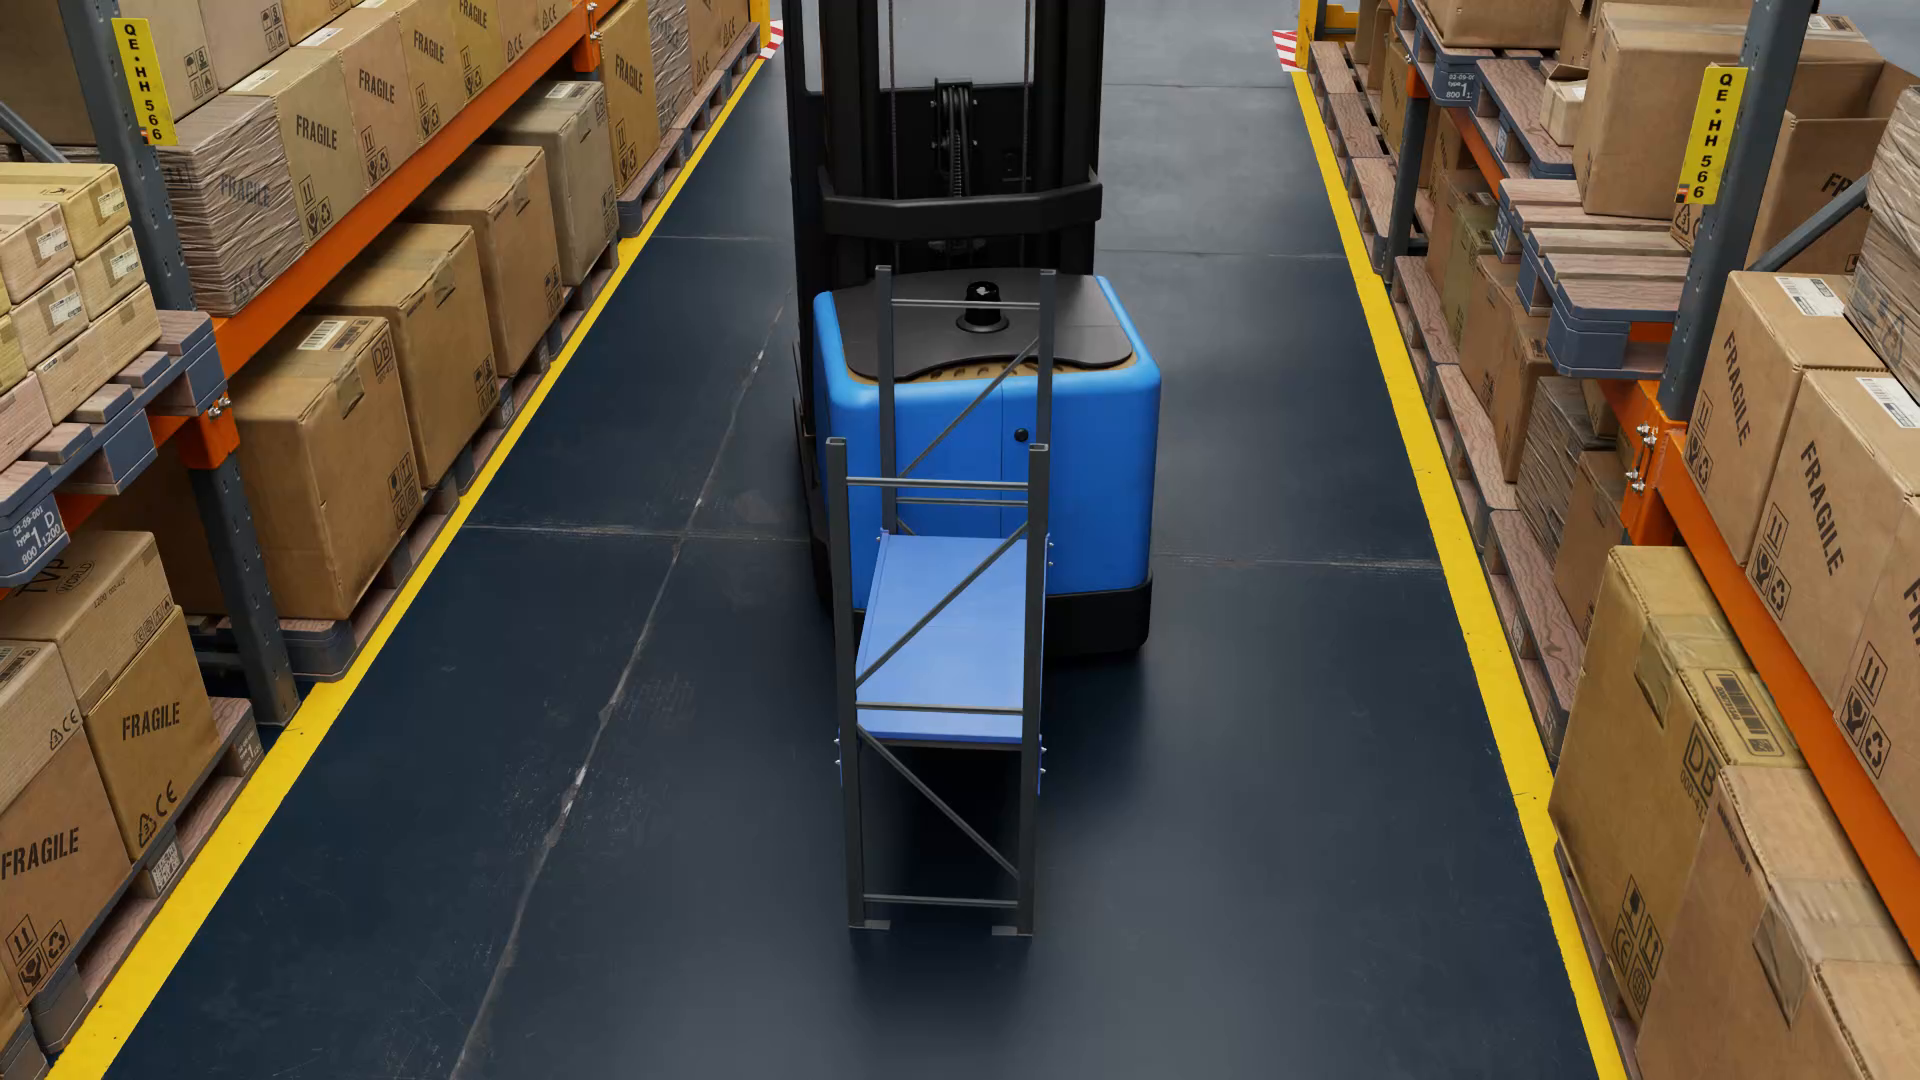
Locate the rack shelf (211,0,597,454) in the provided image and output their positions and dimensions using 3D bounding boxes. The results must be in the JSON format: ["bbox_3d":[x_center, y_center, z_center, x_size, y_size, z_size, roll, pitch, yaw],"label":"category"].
[{"bbox_3d":[-2.470,-1.470,6.462,1.077,0.370,4.000,2,32,4],"label":"rack shelf"}]

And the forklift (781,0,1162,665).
[{"bbox_3d":[-0.091,-1.572,6.007,1.130,2.935,3.031,-4,32,-7],"label":"forklift"}]

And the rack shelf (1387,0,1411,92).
[{"bbox_3d":[2.791,-3.297,9.426,1.077,0.370,4.000,2,32,4],"label":"rack shelf"}]

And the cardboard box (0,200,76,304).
[{"bbox_3d":[-2.239,-0.648,3.715,0.380,0.149,0.250,2,32,3],"label":"cardboard box"}]

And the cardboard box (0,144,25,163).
[{"bbox_3d":[-2.864,-1.020,4.951,0.500,0.500,0.500,2,32,4],"label":"cardboard box"}]

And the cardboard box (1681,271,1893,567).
[{"bbox_3d":[1.992,-0.266,3.727,0.500,0.500,0.500,3,32,5],"label":"cardboard box"}]

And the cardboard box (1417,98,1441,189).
[{"bbox_3d":[2.740,-2.179,8.909,0.500,0.500,0.500,13,34,19],"label":"cardboard box"}]

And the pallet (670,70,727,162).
[{"bbox_3d":[-2.071,-2.669,10.380,1.003,0.211,1.213,2,32,4],"label":"pallet"}]

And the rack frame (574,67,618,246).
[{"bbox_3d":[-2.307,-2.822,7.970,1.000,3.000,0.127,2,32,4],"label":"rack frame"}]

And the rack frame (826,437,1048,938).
[{"bbox_3d":[-0.052,0.422,4.135,0.500,1.500,0.032,2,32,3],"label":"rack frame"}]

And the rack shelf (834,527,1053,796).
[{"bbox_3d":[-0.018,0.309,4.662,0.538,0.185,1.000,2,32,3],"label":"rack shelf"}]

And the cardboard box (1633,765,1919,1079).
[{"bbox_3d":[2.145,1.086,3.254,1.225,0.875,0.875,3,32,4],"label":"cardboard box"}]

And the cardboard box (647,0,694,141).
[{"bbox_3d":[-2.117,-2.894,9.711,0.875,0.875,0.875,3,32,4],"label":"cardboard box"}]

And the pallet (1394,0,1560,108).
[{"bbox_3d":[2.421,-2.082,6.953,1.003,0.211,1.213,2,32,4],"label":"pallet"}]

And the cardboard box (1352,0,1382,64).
[{"bbox_3d":[2.886,-3.438,10.952,0.500,0.500,0.500,8,33,13],"label":"cardboard box"}]

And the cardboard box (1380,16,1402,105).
[{"bbox_3d":[2.802,-2.797,9.912,0.500,0.500,0.500,5,32,9],"label":"cardboard box"}]

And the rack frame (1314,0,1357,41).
[{"bbox_3d":[2.954,-4.649,10.935,1.000,3.000,0.127,2,32,4],"label":"rack frame"}]

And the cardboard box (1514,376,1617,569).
[{"bbox_3d":[2.369,-0.231,5.728,0.700,0.500,0.500,0,32,0],"label":"cardboard box"}]

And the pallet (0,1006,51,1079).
[{"bbox_3d":[-2.800,1.501,3.612,1.003,0.211,1.213,2,32,4],"label":"pallet"}]

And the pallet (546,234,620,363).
[{"bbox_3d":[-2.295,-1.228,8.042,1.003,0.211,1.213,2,32,4],"label":"pallet"}]

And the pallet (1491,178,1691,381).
[{"bbox_3d":[2.254,-0.761,4.809,1.213,0.211,1.003,2,32,4],"label":"pallet"}]

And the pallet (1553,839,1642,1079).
[{"bbox_3d":[2.163,1.130,4.215,1.003,0.211,1.213,2,32,4],"label":"pallet"}]

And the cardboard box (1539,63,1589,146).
[{"bbox_3d":[2.169,-1.471,5.505,0.396,0.266,0.258,2,32,3],"label":"cardboard box"}]

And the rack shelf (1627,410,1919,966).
[{"bbox_3d":[2.140,0.886,2.638,1.077,0.370,4.000,2,32,4],"label":"rack shelf"}]

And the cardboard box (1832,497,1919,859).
[{"bbox_3d":[1.914,0.272,2.854,0.500,0.500,0.500,2,32,3],"label":"cardboard box"}]

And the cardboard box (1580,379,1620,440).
[{"bbox_3d":[2.360,-0.538,5.512,0.500,0.250,0.500,6,32,10],"label":"cardboard box"}]

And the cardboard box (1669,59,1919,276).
[{"bbox_3d":[2.306,-0.971,4.471,0.500,0.500,0.500,-1,32,-2],"label":"cardboard box"}]

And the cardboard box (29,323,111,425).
[{"bbox_3d":[-2.237,-0.395,3.871,0.380,0.149,0.250,2,32,4],"label":"cardboard box"}]

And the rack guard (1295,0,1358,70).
[{"bbox_3d":[2.948,-3.545,11.526,1.175,0.500,0.348,2,32,4],"label":"rack guard"}]

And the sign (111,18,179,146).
[{"bbox_3d":[-2.091,-1.171,4.264,0.100,0.325,0.005,2,32,4],"label":"sign"}]

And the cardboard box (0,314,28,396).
[{"bbox_3d":[-2.258,-0.374,3.553,0.380,0.149,0.250,3,32,5],"label":"cardboard box"}]

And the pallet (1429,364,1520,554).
[{"bbox_3d":[2.469,-0.323,6.574,1.003,0.211,1.213,2,32,4],"label":"pallet"}]

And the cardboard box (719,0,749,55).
[{"bbox_3d":[-1.971,-3.830,11.231,0.875,0.875,0.875,3,32,4],"label":"cardboard box"}]

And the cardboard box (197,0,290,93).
[{"bbox_3d":[-2.547,-1.698,5.097,0.700,0.500,0.500,2,32,3],"label":"cardboard box"}]

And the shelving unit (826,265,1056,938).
[{"bbox_3d":[-0.018,0.156,4.567,0.538,1.500,1.048,2,32,3],"label":"shelving unit"}]

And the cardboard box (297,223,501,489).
[{"bbox_3d":[-2.426,-0.723,6.309,1.050,0.750,0.750,3,32,5],"label":"cardboard box"}]

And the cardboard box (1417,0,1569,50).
[{"bbox_3d":[2.424,-2.582,6.609,1.000,1.000,1.000,3,32,4],"label":"cardboard box"}]

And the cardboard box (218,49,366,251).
[{"bbox_3d":[-2.289,-1.262,5.344,0.500,0.500,0.500,2,32,4],"label":"cardboard box"}]

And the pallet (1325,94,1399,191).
[{"bbox_3d":[2.744,-2.363,9.883,1.003,0.211,1.213,2,32,4],"label":"pallet"}]

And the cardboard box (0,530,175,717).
[{"bbox_3d":[-2.427,0.205,4.327,0.500,0.250,0.500,2,32,3],"label":"cardboard box"}]

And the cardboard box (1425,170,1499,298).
[{"bbox_3d":[2.557,-1.360,7.562,0.700,0.500,0.500,0,32,0],"label":"cardboard box"}]

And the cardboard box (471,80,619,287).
[{"bbox_3d":[-2.268,-1.715,7.917,1.050,0.750,0.750,2,32,4],"label":"cardboard box"}]

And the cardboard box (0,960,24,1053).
[{"bbox_3d":[-2.499,1.059,3.655,0.500,0.500,0.500,1,32,2],"label":"cardboard box"}]

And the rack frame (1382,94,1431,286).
[{"bbox_3d":[2.628,-2.557,7.541,1.000,3.000,0.127,2,32,4],"label":"rack frame"}]

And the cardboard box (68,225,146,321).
[{"bbox_3d":[-2.219,-0.651,4.003,0.380,0.149,0.250,3,32,5],"label":"cardboard box"}]

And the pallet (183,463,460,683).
[{"bbox_3d":[-2.494,0.048,5.971,1.003,0.211,1.213,2,32,4],"label":"pallet"}]

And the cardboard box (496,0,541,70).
[{"bbox_3d":[-2.124,-2.316,7.054,0.500,0.500,0.500,2,32,3],"label":"cardboard box"}]

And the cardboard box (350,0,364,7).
[{"bbox_3d":[-2.466,-2.233,5.966,0.700,0.500,0.500,2,32,3],"label":"cardboard box"}]

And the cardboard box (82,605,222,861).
[{"bbox_3d":[-2.426,0.510,4.545,0.500,0.500,0.500,2,32,4],"label":"cardboard box"}]

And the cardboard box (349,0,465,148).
[{"bbox_3d":[-2.204,-1.786,6.194,0.500,0.500,0.500,2,32,3],"label":"cardboard box"}]

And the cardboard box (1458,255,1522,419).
[{"bbox_3d":[2.454,-0.819,6.683,0.700,0.500,0.500,0,32,0],"label":"cardboard box"}]
